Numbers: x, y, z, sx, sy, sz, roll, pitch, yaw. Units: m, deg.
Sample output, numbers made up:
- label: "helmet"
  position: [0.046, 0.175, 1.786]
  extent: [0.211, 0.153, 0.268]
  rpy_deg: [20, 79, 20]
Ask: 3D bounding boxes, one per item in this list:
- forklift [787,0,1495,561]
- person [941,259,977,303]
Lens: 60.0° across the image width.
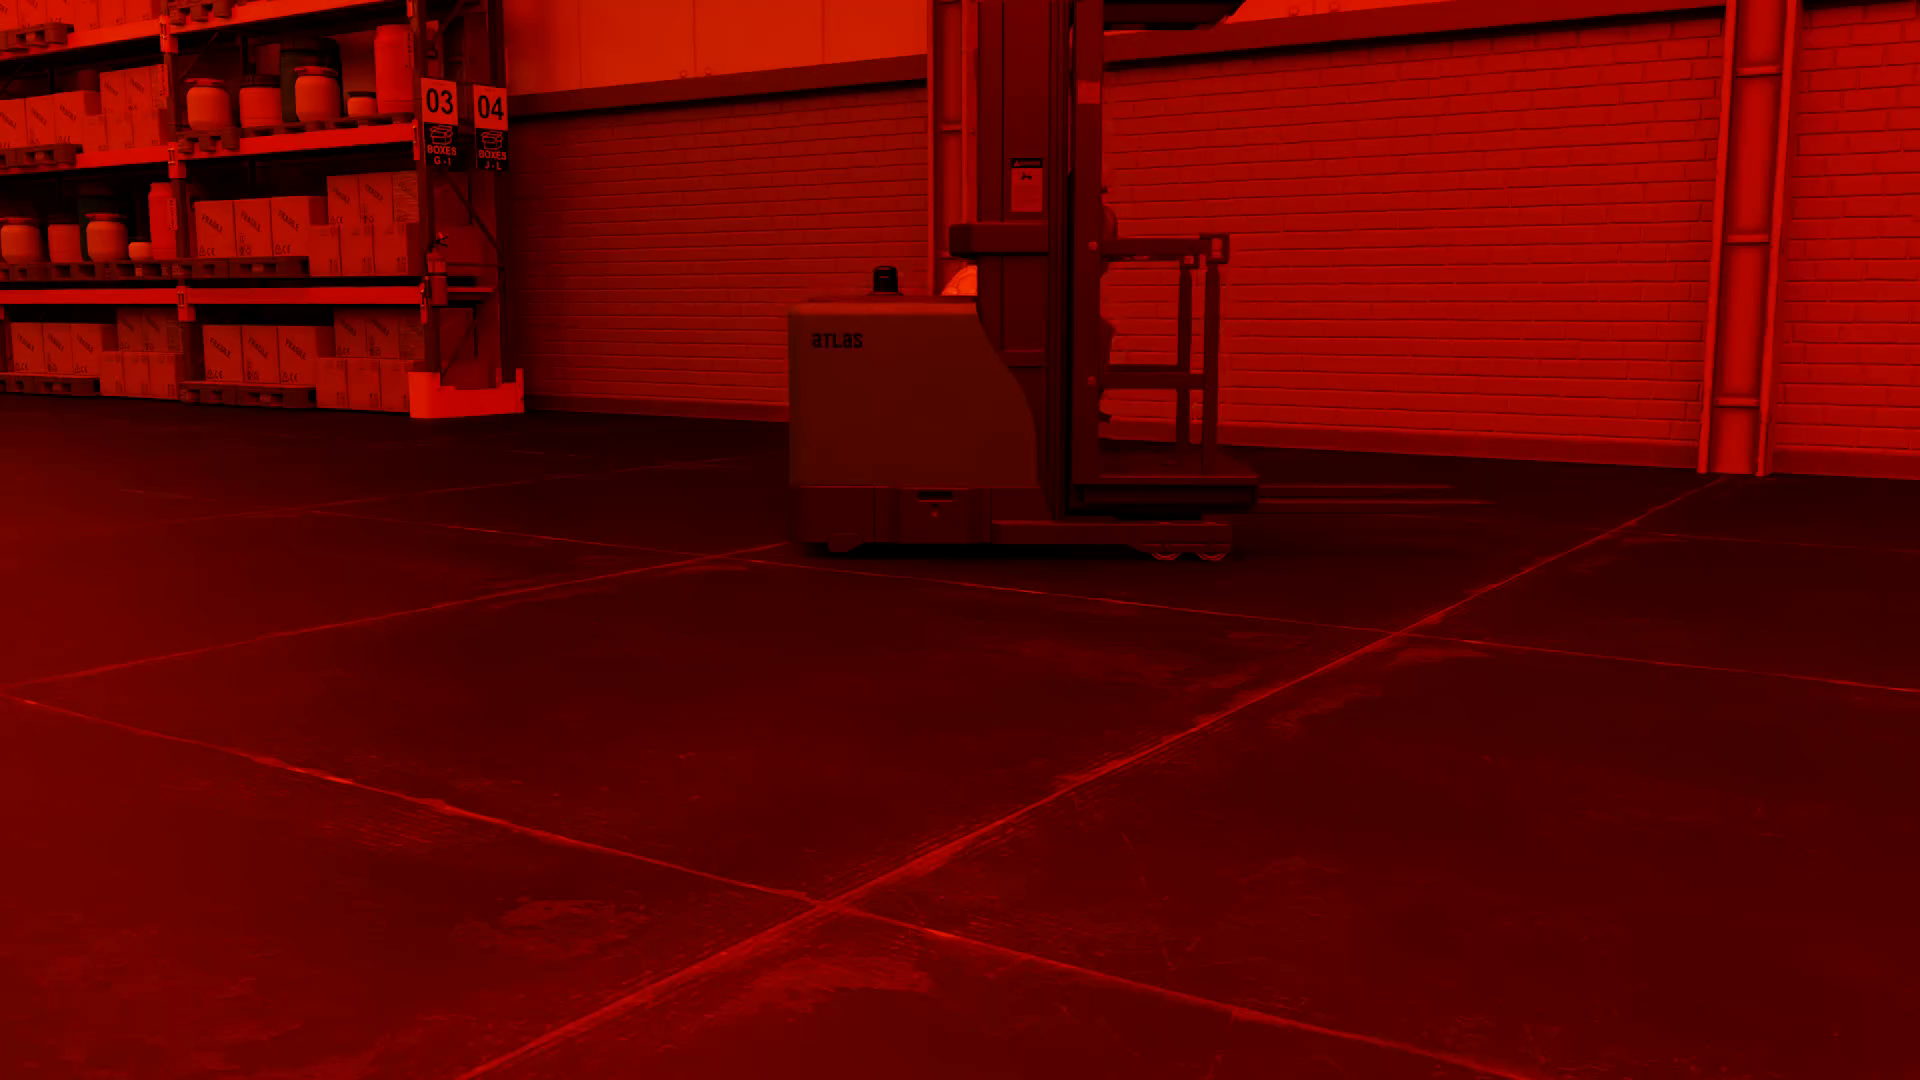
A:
- label: "forklift"
  position: [0.787, -1.438, 7.302]
  extent: [3.031, 2.935, 1.130]
  rpy_deg: [0, 8, 1]
- label: "person"
  position: [0.185, -0.916, 8.918]
  extent: [0.881, 1.434, 0.921]
  rpy_deg: [-5, 9, -29]
